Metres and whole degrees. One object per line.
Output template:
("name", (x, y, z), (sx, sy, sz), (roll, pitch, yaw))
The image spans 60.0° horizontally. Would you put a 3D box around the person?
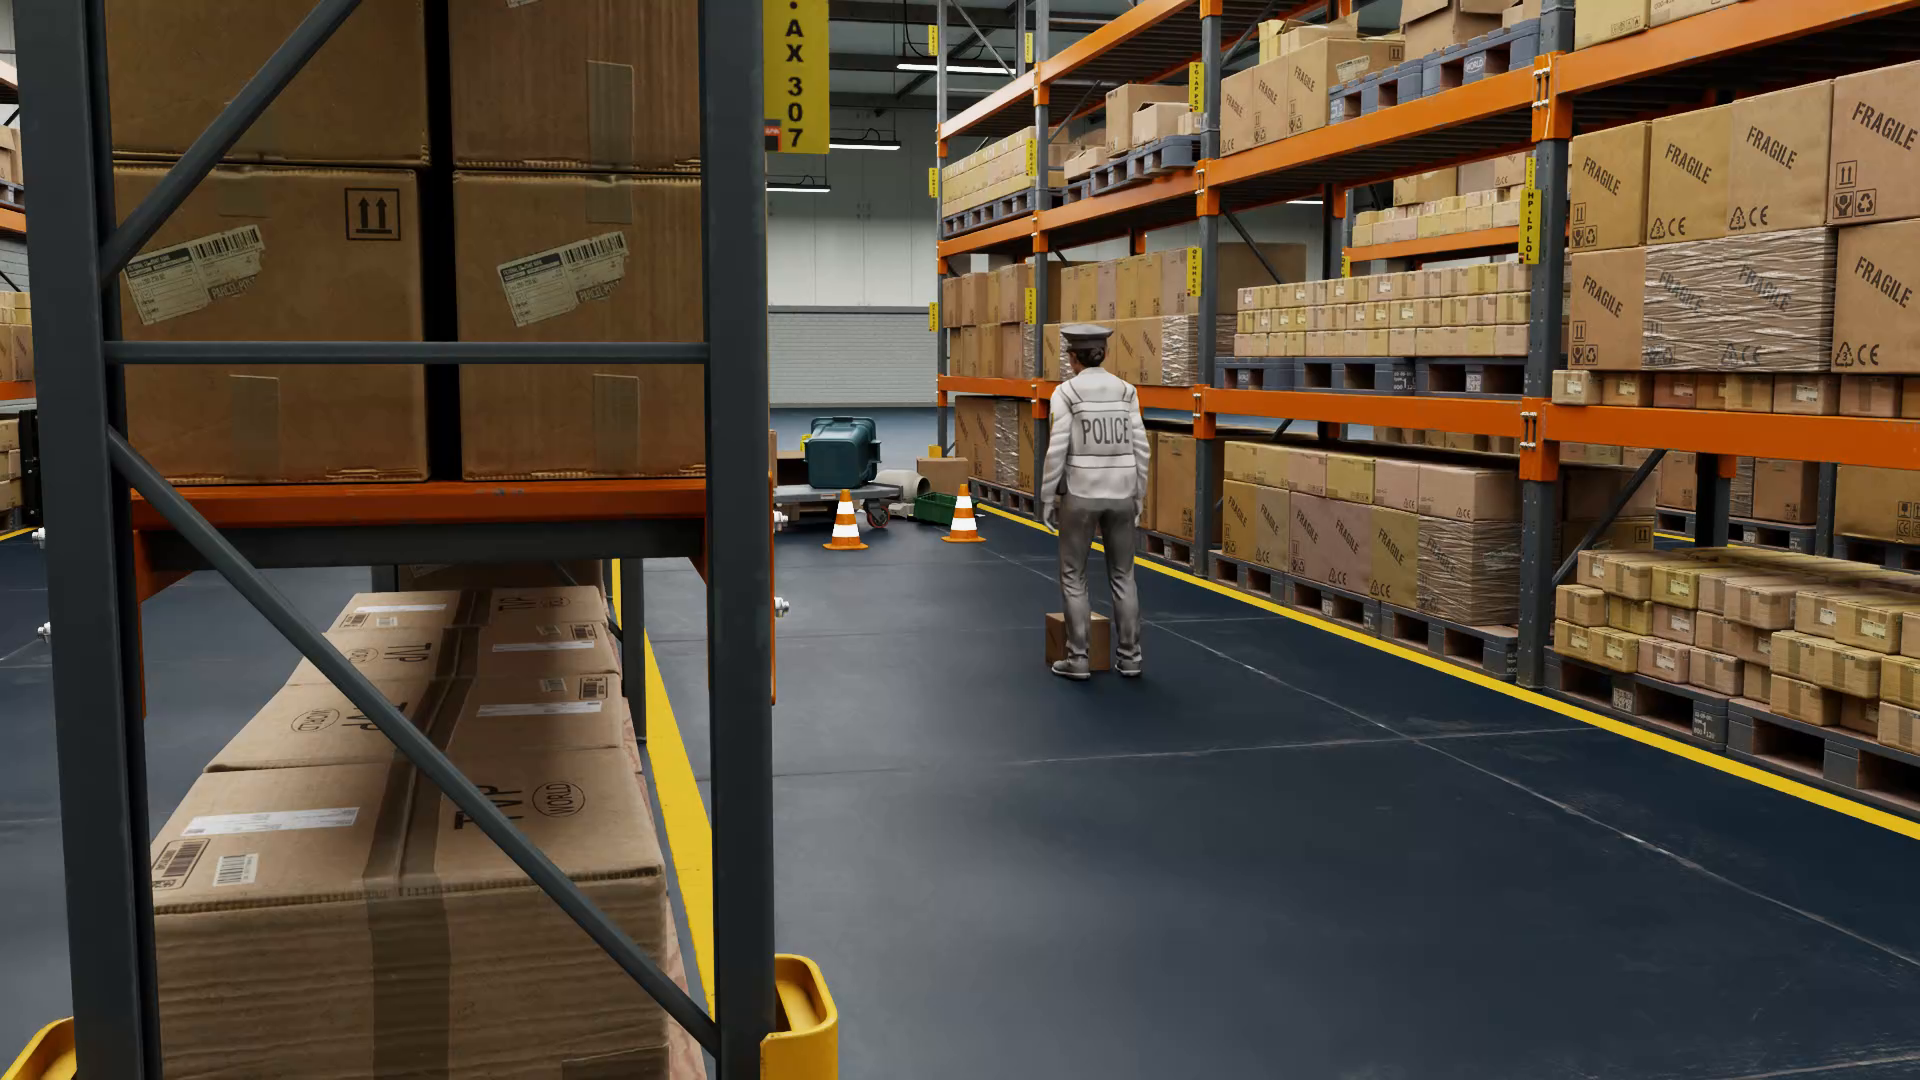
("person", (0.630, -0.182, 7.816), (0.546, 1.667, 0.369), (-2, 7, -17))
